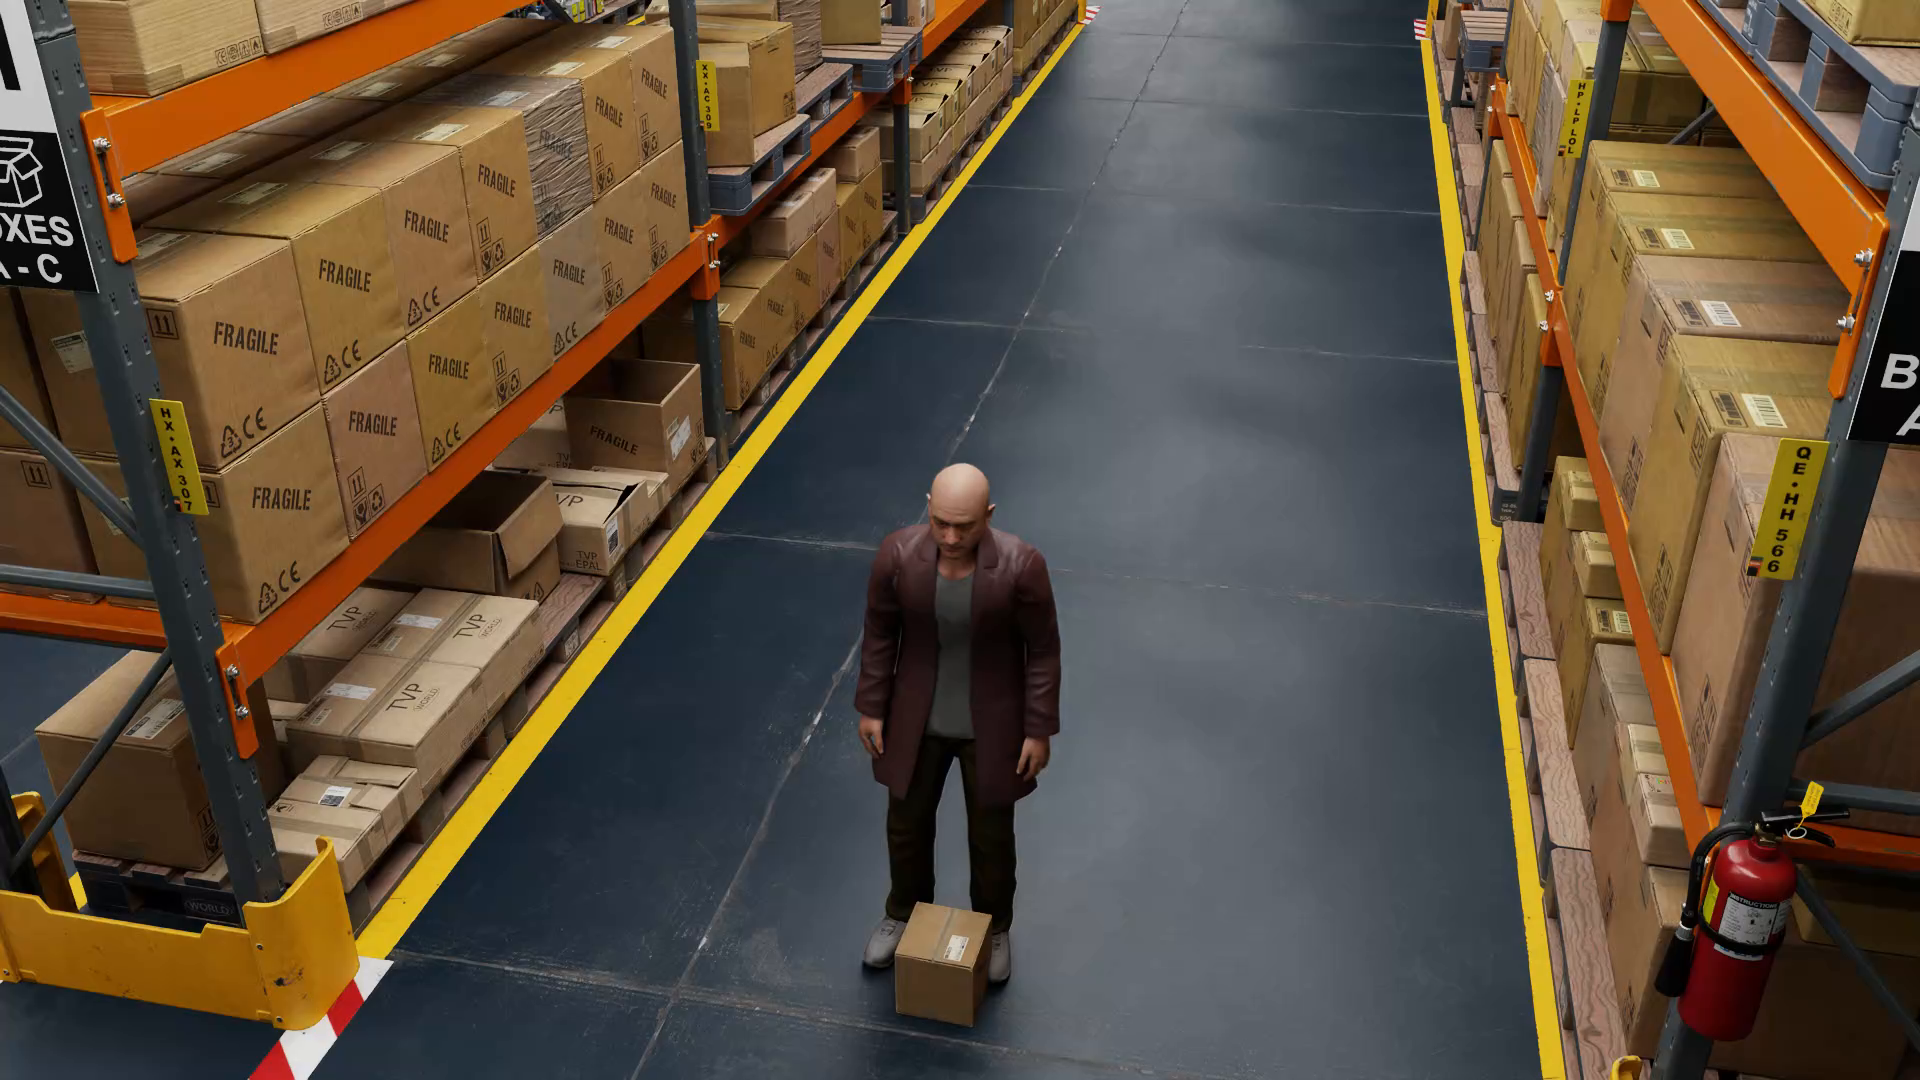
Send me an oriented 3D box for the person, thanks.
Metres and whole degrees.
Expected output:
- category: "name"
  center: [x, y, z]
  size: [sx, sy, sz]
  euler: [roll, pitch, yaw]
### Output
- category: "person"
  center: [-0.009, 0.556, 5.111]
  size: [0.644, 1.774, 0.424]
  euler: [6, 29, 11]
